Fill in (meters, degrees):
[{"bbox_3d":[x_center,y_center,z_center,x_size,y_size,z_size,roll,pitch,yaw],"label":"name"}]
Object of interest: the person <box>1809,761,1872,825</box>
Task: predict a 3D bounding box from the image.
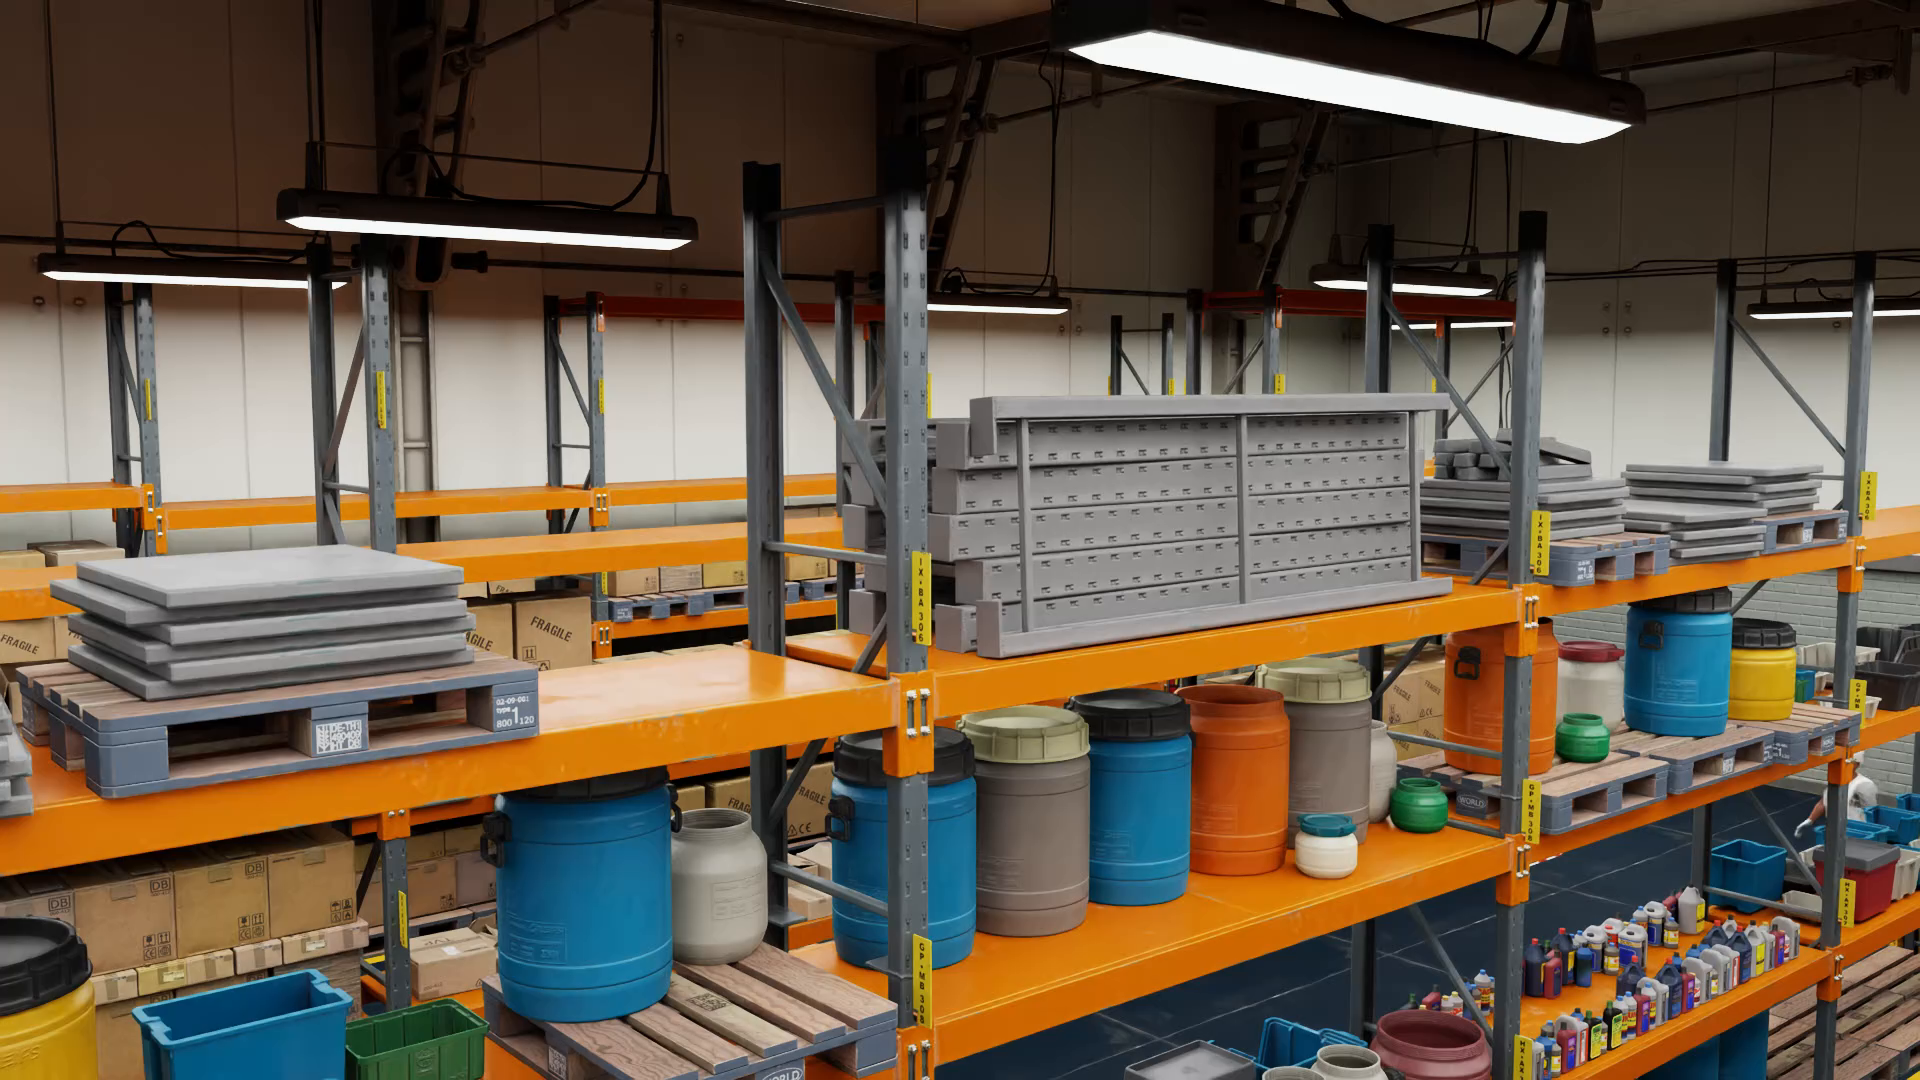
[{"bbox_3d":[8.241,2.828,15.631,1.006,1.595,0.628,-1,6,-12],"label":"person"}]
